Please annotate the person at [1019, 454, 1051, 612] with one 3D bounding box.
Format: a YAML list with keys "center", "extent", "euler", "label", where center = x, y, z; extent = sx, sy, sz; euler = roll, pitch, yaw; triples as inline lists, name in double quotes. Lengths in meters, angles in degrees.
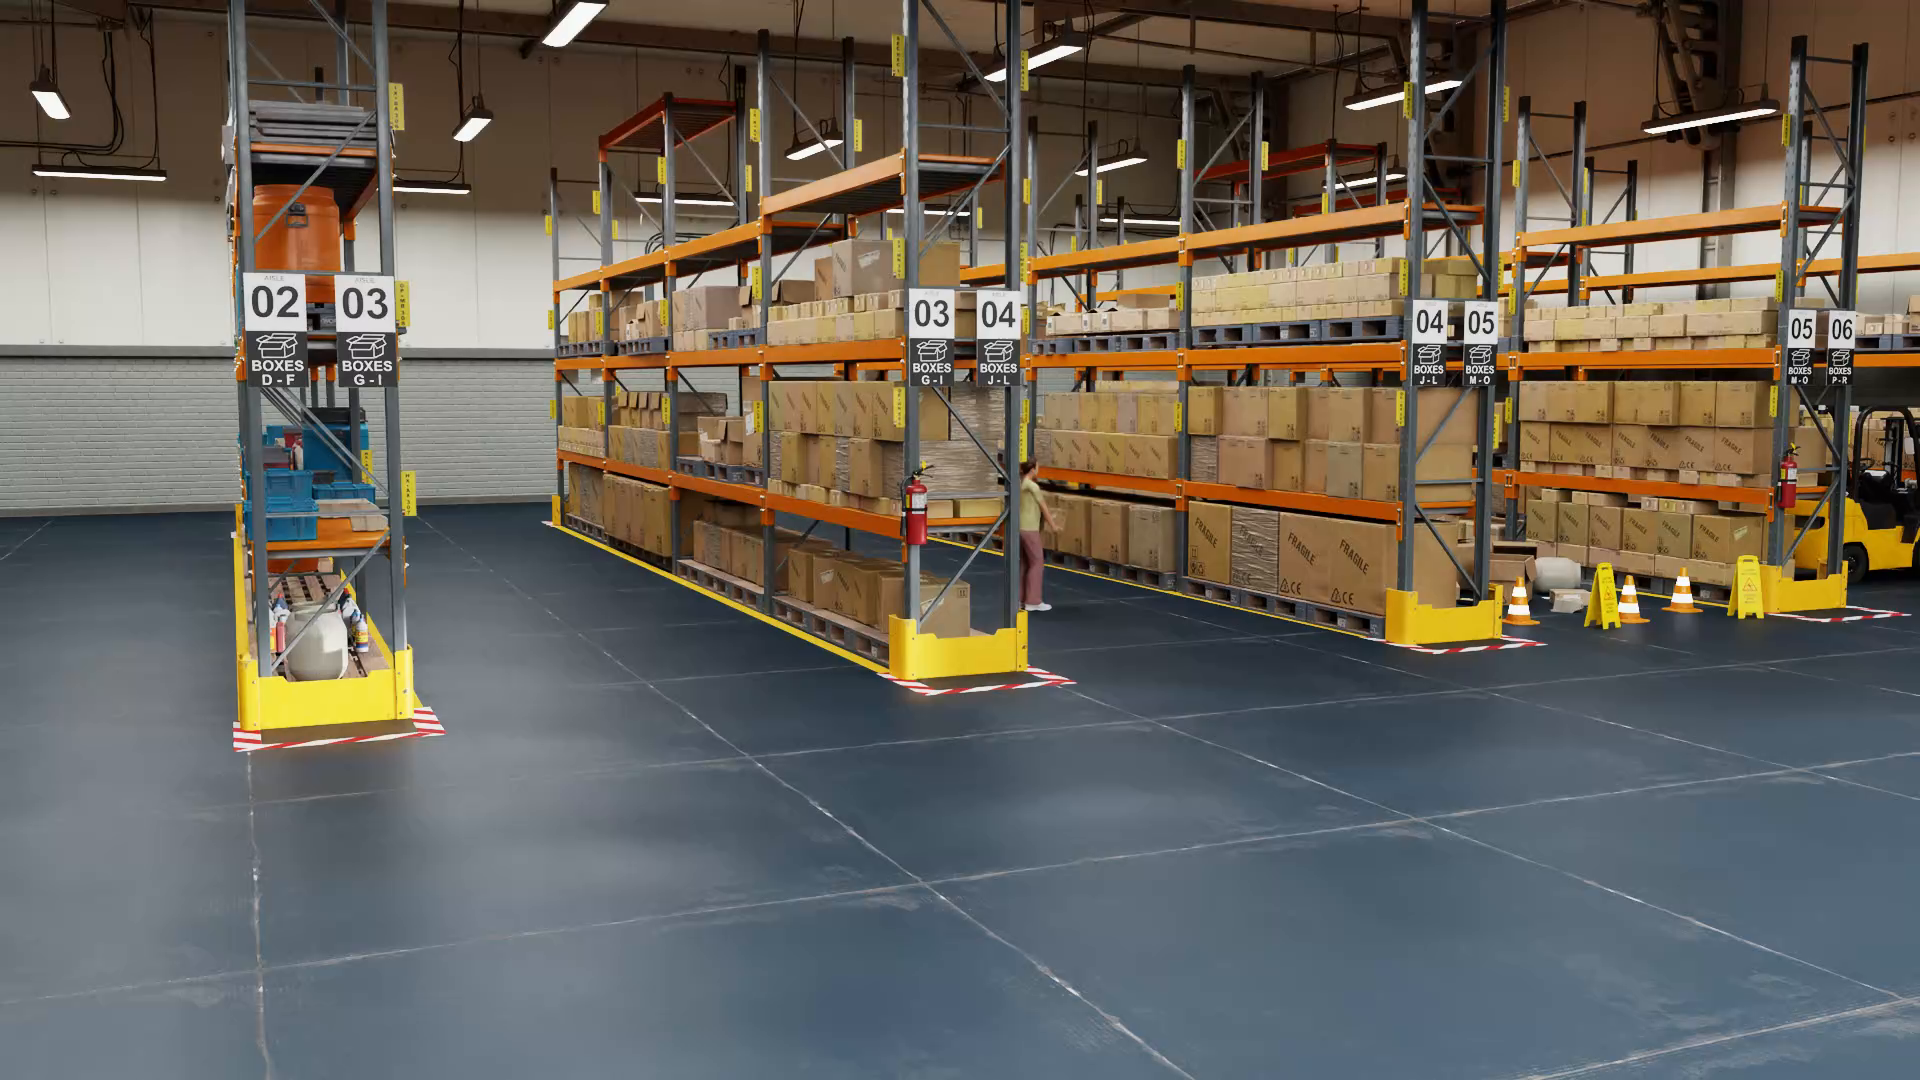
- center: [0.725, -0.085, 17.834]
  extent: [0.363, 1.676, 0.477]
  euler: [-3, 6, -25]
  label: "person"
